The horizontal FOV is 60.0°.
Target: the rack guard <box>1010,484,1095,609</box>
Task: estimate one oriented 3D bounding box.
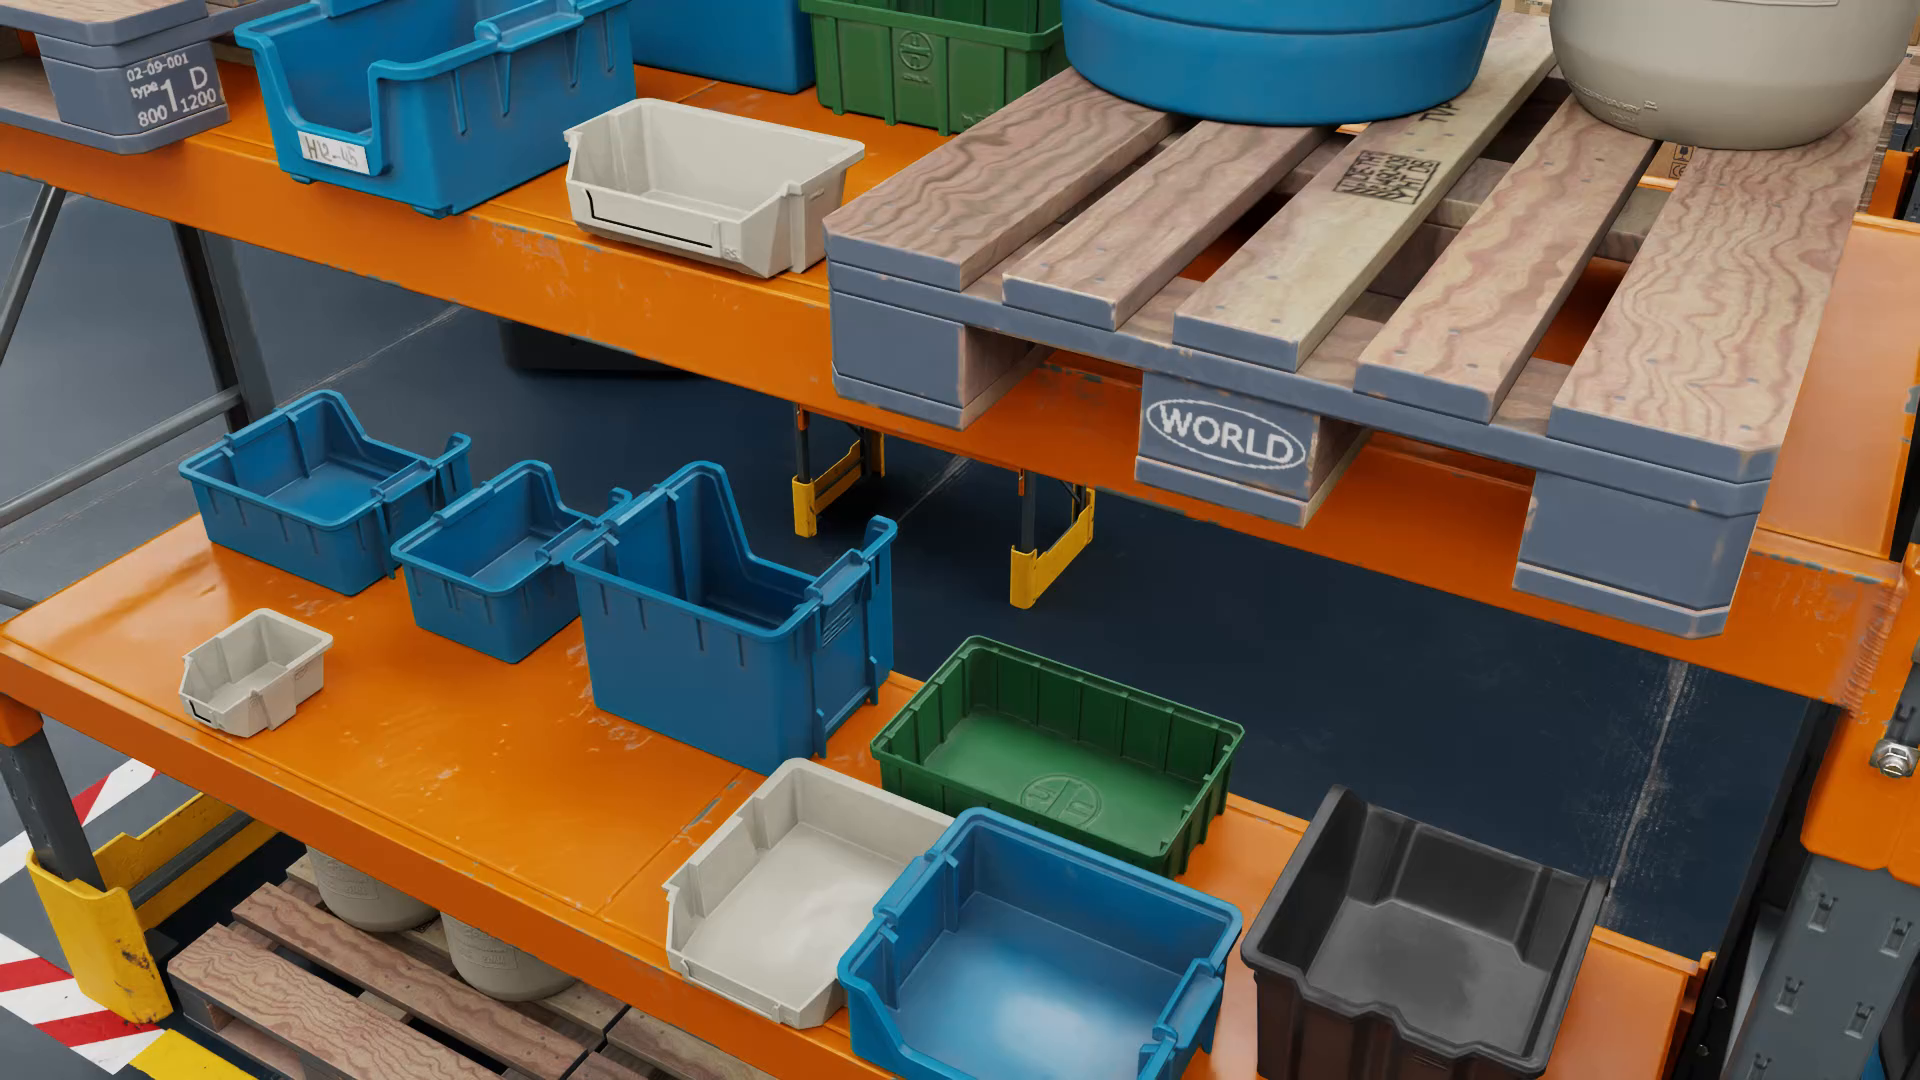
[{"bbox_3d":[0.366,0.012,6.507,0.087,0.250,0.587,18,37,24],"label":"rack guard"}]

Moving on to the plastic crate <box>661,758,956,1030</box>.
[{"bbox_3d":[-0.293,0.692,3.242,0.437,0.136,0.530,18,37,24],"label":"plastic crate"}]

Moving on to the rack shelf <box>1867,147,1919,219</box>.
[{"bbox_3d":[1.967,-1.726,7.285,4.000,0.370,1.077,18,37,24],"label":"rack shelf"}]

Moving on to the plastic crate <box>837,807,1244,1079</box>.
[{"bbox_3d":[0.147,0.796,2.983,0.616,0.251,0.499,18,37,24],"label":"plastic crate"}]

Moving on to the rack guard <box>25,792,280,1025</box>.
[{"bbox_3d":[-2.141,0.846,5.029,0.348,0.500,1.175,18,37,24],"label":"rack guard"}]

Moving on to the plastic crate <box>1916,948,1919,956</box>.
[{"bbox_3d":[1.815,0.867,2.685,0.583,0.464,0.402,18,37,24],"label":"plastic crate"}]

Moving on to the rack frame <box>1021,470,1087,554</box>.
[{"bbox_3d":[0.367,-0.508,6.160,0.032,1.500,0.500,18,37,24],"label":"rack frame"}]

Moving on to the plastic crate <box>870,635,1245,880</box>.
[{"bbox_3d":[0.204,0.486,3.504,0.662,0.188,0.450,18,37,24],"label":"plastic crate"}]

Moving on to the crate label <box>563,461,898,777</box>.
[{"bbox_3d":[-0.498,0.169,3.759,0.616,0.435,0.502,18,37,24],"label":"crate label"}]

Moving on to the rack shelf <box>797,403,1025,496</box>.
[{"bbox_3d":[-0.074,-0.498,6.469,1.000,0.185,0.538,18,37,24],"label":"rack shelf"}]

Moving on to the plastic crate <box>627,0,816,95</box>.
[{"bbox_3d":[-0.425,-1.055,2.936,0.575,0.384,0.392,18,37,24],"label":"plastic crate"}]

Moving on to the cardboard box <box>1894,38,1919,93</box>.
[{"bbox_3d":[3.361,-1.759,6.009,0.250,0.149,0.380,18,37,24],"label":"cardboard box"}]

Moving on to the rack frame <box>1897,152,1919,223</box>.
[{"bbox_3d":[3.703,-1.475,6.259,0.127,3.000,1.000,18,37,24],"label":"rack frame"}]

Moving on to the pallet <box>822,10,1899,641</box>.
[{"bbox_3d":[0.568,-0.414,2.129,1.003,0.211,1.213,18,37,24],"label":"pallet"}]

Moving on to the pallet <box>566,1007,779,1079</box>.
[{"bbox_3d":[-0.383,1.528,4.265,1.213,0.211,1.003,18,37,24],"label":"pallet"}]

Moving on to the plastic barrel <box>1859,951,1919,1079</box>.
[{"bbox_3d":[1.428,0.951,2.164,0.708,0.901,0.600,18,37,24],"label":"plastic barrel"}]

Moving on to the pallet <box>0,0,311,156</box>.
[{"bbox_3d":[-1.561,-1.088,3.142,1.213,0.211,1.003,18,37,24],"label":"pallet"}]

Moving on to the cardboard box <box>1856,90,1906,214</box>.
[{"bbox_3d":[3.315,-1.636,6.410,0.500,0.500,0.700,17,37,23],"label":"cardboard box"}]

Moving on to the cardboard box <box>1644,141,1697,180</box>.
[{"bbox_3d":[2.854,-1.778,6.623,0.500,0.500,0.700,17,37,24],"label":"cardboard box"}]

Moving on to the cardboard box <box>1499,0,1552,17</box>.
[{"bbox_3d":[2.259,-2.109,6.535,0.250,0.149,0.380,19,38,26],"label":"cardboard box"}]

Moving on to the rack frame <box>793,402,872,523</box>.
[{"bbox_3d":[-0.515,-0.788,6.579,0.032,1.500,0.500,18,37,24],"label":"rack frame"}]

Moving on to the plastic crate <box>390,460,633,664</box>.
[{"bbox_3d":[-1.086,0.044,4.112,0.408,0.251,0.499,18,37,24],"label":"plastic crate"}]

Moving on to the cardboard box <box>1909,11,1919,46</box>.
[{"bbox_3d":[3.315,-2.176,6.051,0.500,0.500,0.700,18,38,25],"label":"cardboard box"}]

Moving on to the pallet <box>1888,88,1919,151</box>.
[{"bbox_3d":[5.557,-2.867,10.865,1.213,0.211,1.003,18,37,24],"label":"pallet"}]

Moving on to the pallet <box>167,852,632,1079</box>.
[{"bbox_3d":[-1.438,1.192,4.769,1.213,0.211,1.003,18,37,24],"label":"pallet"}]

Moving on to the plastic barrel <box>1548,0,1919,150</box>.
[{"bbox_3d":[0.966,-0.775,2.022,0.421,0.512,0.421,0,34,0],"label":"plastic barrel"}]

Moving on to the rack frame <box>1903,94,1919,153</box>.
[{"bbox_3d":[6.158,-3.860,9.841,0.127,3.000,1.000,18,37,24],"label":"rack frame"}]

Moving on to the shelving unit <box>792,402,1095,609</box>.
[{"bbox_3d":[-0.066,-0.645,6.366,1.083,1.500,0.587,18,37,24],"label":"shelving unit"}]

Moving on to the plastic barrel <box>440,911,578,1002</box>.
[{"bbox_3d":[-1.186,0.950,4.483,0.421,0.512,0.421,0,34,0],"label":"plastic barrel"}]

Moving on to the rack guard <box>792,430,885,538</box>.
[{"bbox_3d":[-0.499,-0.262,6.918,0.087,0.250,0.587,18,37,24],"label":"rack guard"}]

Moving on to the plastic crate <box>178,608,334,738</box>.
[{"bbox_3d":[-1.613,0.318,3.804,0.250,0.136,0.298,18,37,24],"label":"plastic crate"}]

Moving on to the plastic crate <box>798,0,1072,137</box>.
[{"bbox_3d":[0.008,-0.818,2.757,0.450,0.188,0.336,18,37,24],"label":"plastic crate"}]

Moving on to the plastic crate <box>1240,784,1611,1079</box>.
[{"bbox_3d":[0.851,0.728,3.006,0.504,0.338,0.767,18,37,24],"label":"plastic crate"}]

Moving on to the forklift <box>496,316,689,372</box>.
[{"bbox_3d":[-1.588,-2.796,8.305,1.130,2.935,3.031,1,34,2],"label":"forklift"}]

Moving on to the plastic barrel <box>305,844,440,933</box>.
[{"bbox_3d":[-1.621,0.812,4.690,0.421,0.512,0.421,0,34,0],"label":"plastic barrel"}]

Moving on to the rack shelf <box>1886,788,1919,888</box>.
[{"bbox_3d":[2.979,0.508,1.223,4.000,0.370,1.077,18,37,24],"label":"rack shelf"}]

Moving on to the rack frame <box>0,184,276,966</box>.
[{"bbox_3d":[-2.230,-0.193,4.333,0.127,3.000,1.000,18,37,24],"label":"rack frame"}]

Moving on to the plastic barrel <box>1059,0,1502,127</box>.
[{"bbox_3d":[0.431,-1.050,2.083,0.708,0.901,0.600,18,37,24],"label":"plastic barrel"}]

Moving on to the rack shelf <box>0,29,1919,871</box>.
[{"bbox_3d":[-0.494,-0.592,2.875,4.000,0.370,1.077,18,37,24],"label":"rack shelf"}]

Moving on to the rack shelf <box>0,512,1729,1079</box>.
[{"bbox_3d":[-0.494,0.657,3.707,4.000,0.370,1.077,18,37,24],"label":"rack shelf"}]

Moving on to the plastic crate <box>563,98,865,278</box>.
[{"bbox_3d":[-0.352,-0.478,2.294,0.396,0.136,0.243,18,37,24],"label":"plastic crate"}]

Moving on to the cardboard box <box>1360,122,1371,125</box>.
[{"bbox_3d":[1.975,-2.058,7.044,0.500,0.500,0.700,19,38,26],"label":"cardboard box"}]

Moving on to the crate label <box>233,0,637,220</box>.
[{"bbox_3d":[-0.769,-0.706,2.531,0.408,0.251,0.502,18,37,24],"label":"crate label"}]

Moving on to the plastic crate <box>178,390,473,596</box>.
[{"bbox_3d":[-1.647,-0.137,4.384,0.616,0.251,0.499,18,37,24],"label":"plastic crate"}]
